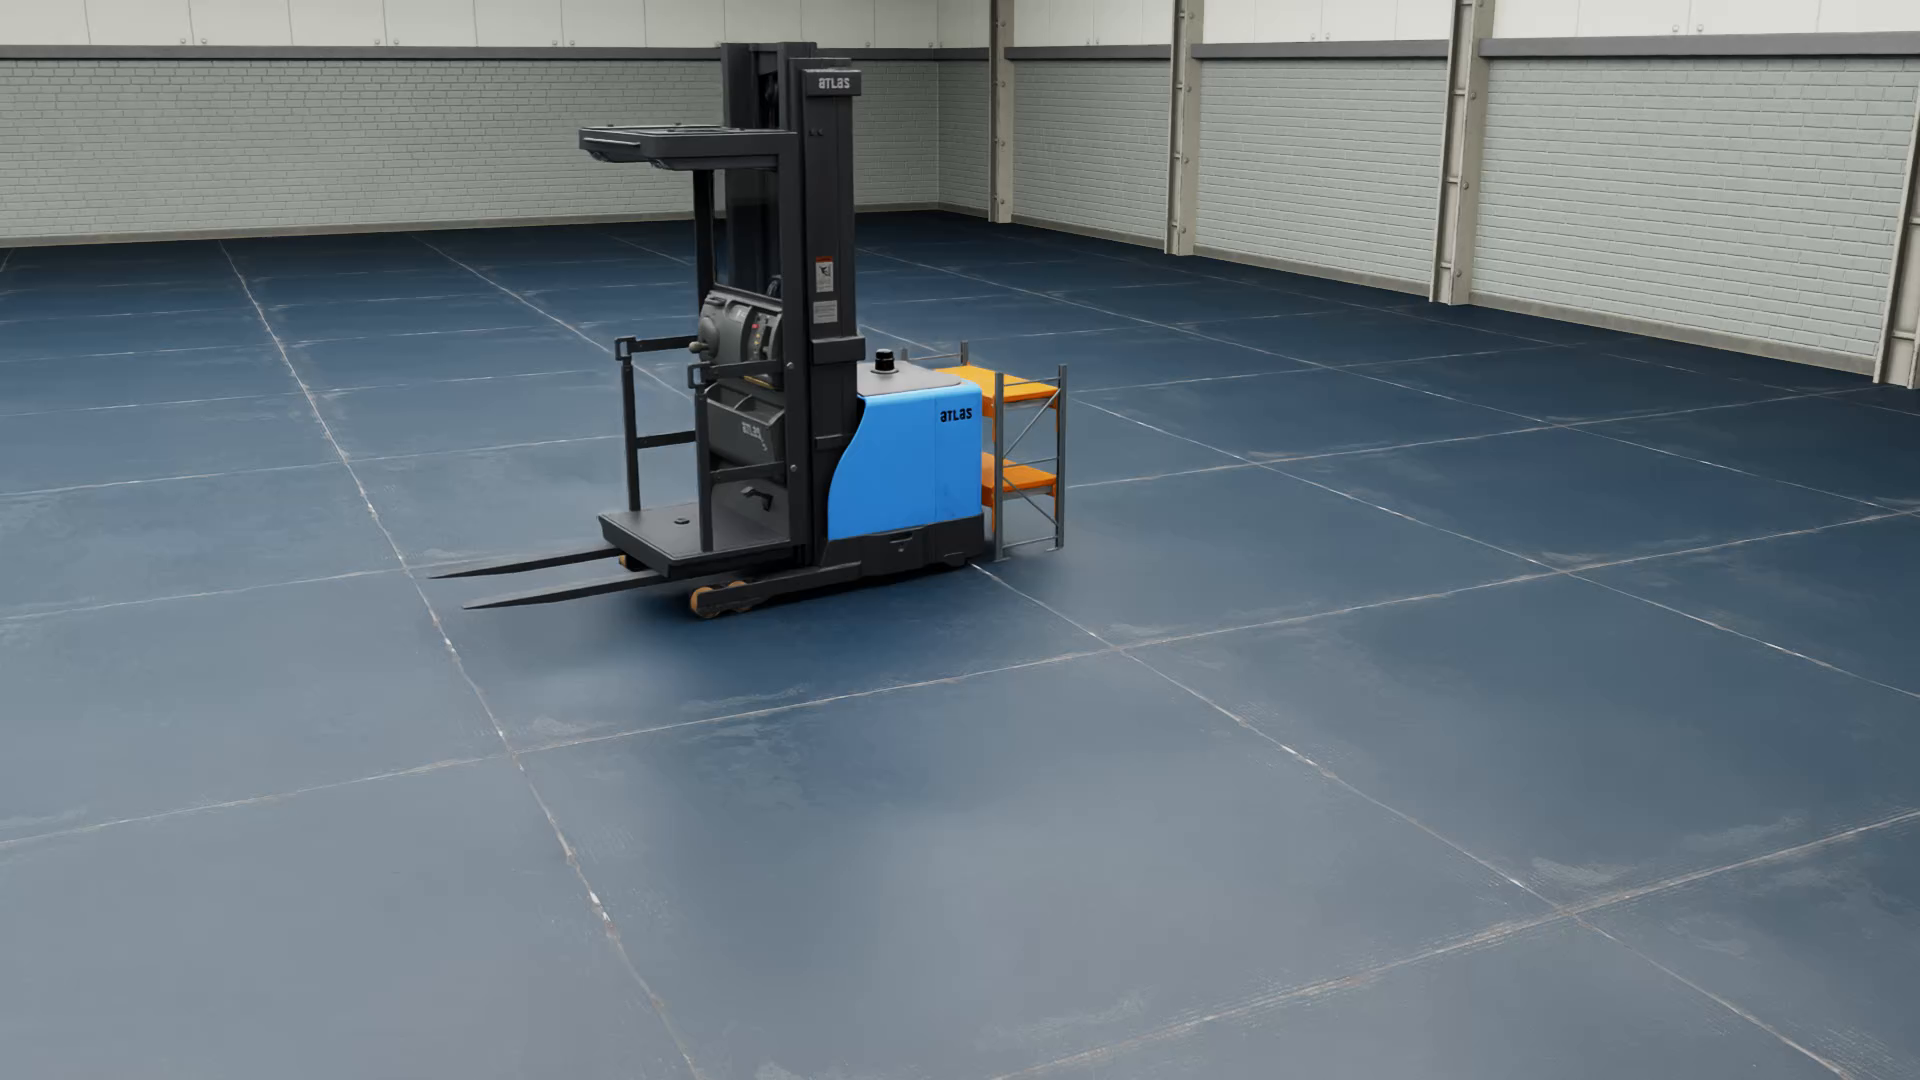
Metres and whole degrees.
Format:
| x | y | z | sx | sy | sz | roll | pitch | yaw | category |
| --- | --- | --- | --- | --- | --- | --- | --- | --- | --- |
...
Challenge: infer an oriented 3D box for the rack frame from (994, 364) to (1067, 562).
| x | y | z | sx | sy | sz | roll | pitch | yaw | category |
| --- | --- | --- | --- | --- | --- | --- | --- | --- | --- |
| 0.414 | -0.453 | 9.791 | 0.500 | 1.125 | 0.032 | -11 | 19 | -33 | rack frame |

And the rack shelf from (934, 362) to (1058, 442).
| x | y | z | sx | sy | sz | roll | pitch | yaw | category |
| --- | --- | --- | --- | --- | --- | --- | --- | --- | --- |
| 0.126 | -0.850 | 10.113 | 0.538 | 0.278 | 1.000 | -11 | 19 | -33 | rack shelf |

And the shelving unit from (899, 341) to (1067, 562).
| x | y | z | sx | sy | sz | roll | pitch | yaw | category |
| --- | --- | --- | --- | --- | --- | --- | --- | --- | --- |
| 0.126 | -0.569 | 10.194 | 0.538 | 1.125 | 1.048 | -11 | 19 | -33 | shelving unit |

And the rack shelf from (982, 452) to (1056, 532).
| x | y | z | sx | sy | sz | roll | pitch | yaw | category |
| --- | --- | --- | --- | --- | --- | --- | --- | --- | --- |
| 0.126 | -0.334 | 10.262 | 0.538 | 0.278 | 1.000 | -11 | 19 | -33 | rack shelf |

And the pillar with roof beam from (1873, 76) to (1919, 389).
| x | y | z | sx | sy | sz | roll | pitch | yaw | category |
| --- | --- | --- | --- | --- | --- | --- | --- | --- | --- |
| 4.764 | -5.232 | 12.167 | 9.100 | 9.000 | 0.400 | -8 | 18 | -25 | pillar with roof beam |

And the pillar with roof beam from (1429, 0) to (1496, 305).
| x | y | z | sx | sy | sz | roll | pitch | yaw | category |
| --- | --- | --- | --- | --- | --- | --- | --- | --- | --- |
| 2.136 | -6.719 | 17.352 | 9.100 | 9.000 | 0.400 | -8 | 18 | -25 | pillar with roof beam |

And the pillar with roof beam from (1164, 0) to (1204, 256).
| x | y | z | sx | sy | sz | roll | pitch | yaw | category |
| --- | --- | --- | --- | --- | --- | --- | --- | --- | --- |
| -0.493 | -8.207 | 22.536 | 9.100 | 9.000 | 0.400 | -8 | 18 | -25 | pillar with roof beam |

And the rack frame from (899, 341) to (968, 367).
| x | y | z | sx | sy | sz | roll | pitch | yaw | category |
| --- | --- | --- | --- | --- | --- | --- | --- | --- | --- |
| -0.161 | -0.685 | 10.597 | 0.500 | 1.125 | 0.032 | -11 | 19 | -33 | rack frame |

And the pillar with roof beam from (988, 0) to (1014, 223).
| x | y | z | sx | sy | sz | roll | pitch | yaw | category |
| --- | --- | --- | --- | --- | --- | --- | --- | --- | --- |
| -3.121 | -9.695 | 27.720 | 9.100 | 9.000 | 0.400 | -8 | 18 | -25 | pillar with roof beam |

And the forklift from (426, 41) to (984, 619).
| x | y | z | sx | sy | sz | roll | pitch | yaw | category |
| --- | --- | --- | --- | --- | --- | --- | --- | --- | --- |
| -1.375 | -1.159 | 8.975 | 3.031 | 2.935 | 1.130 | -10 | 19 | -31 | forklift |
